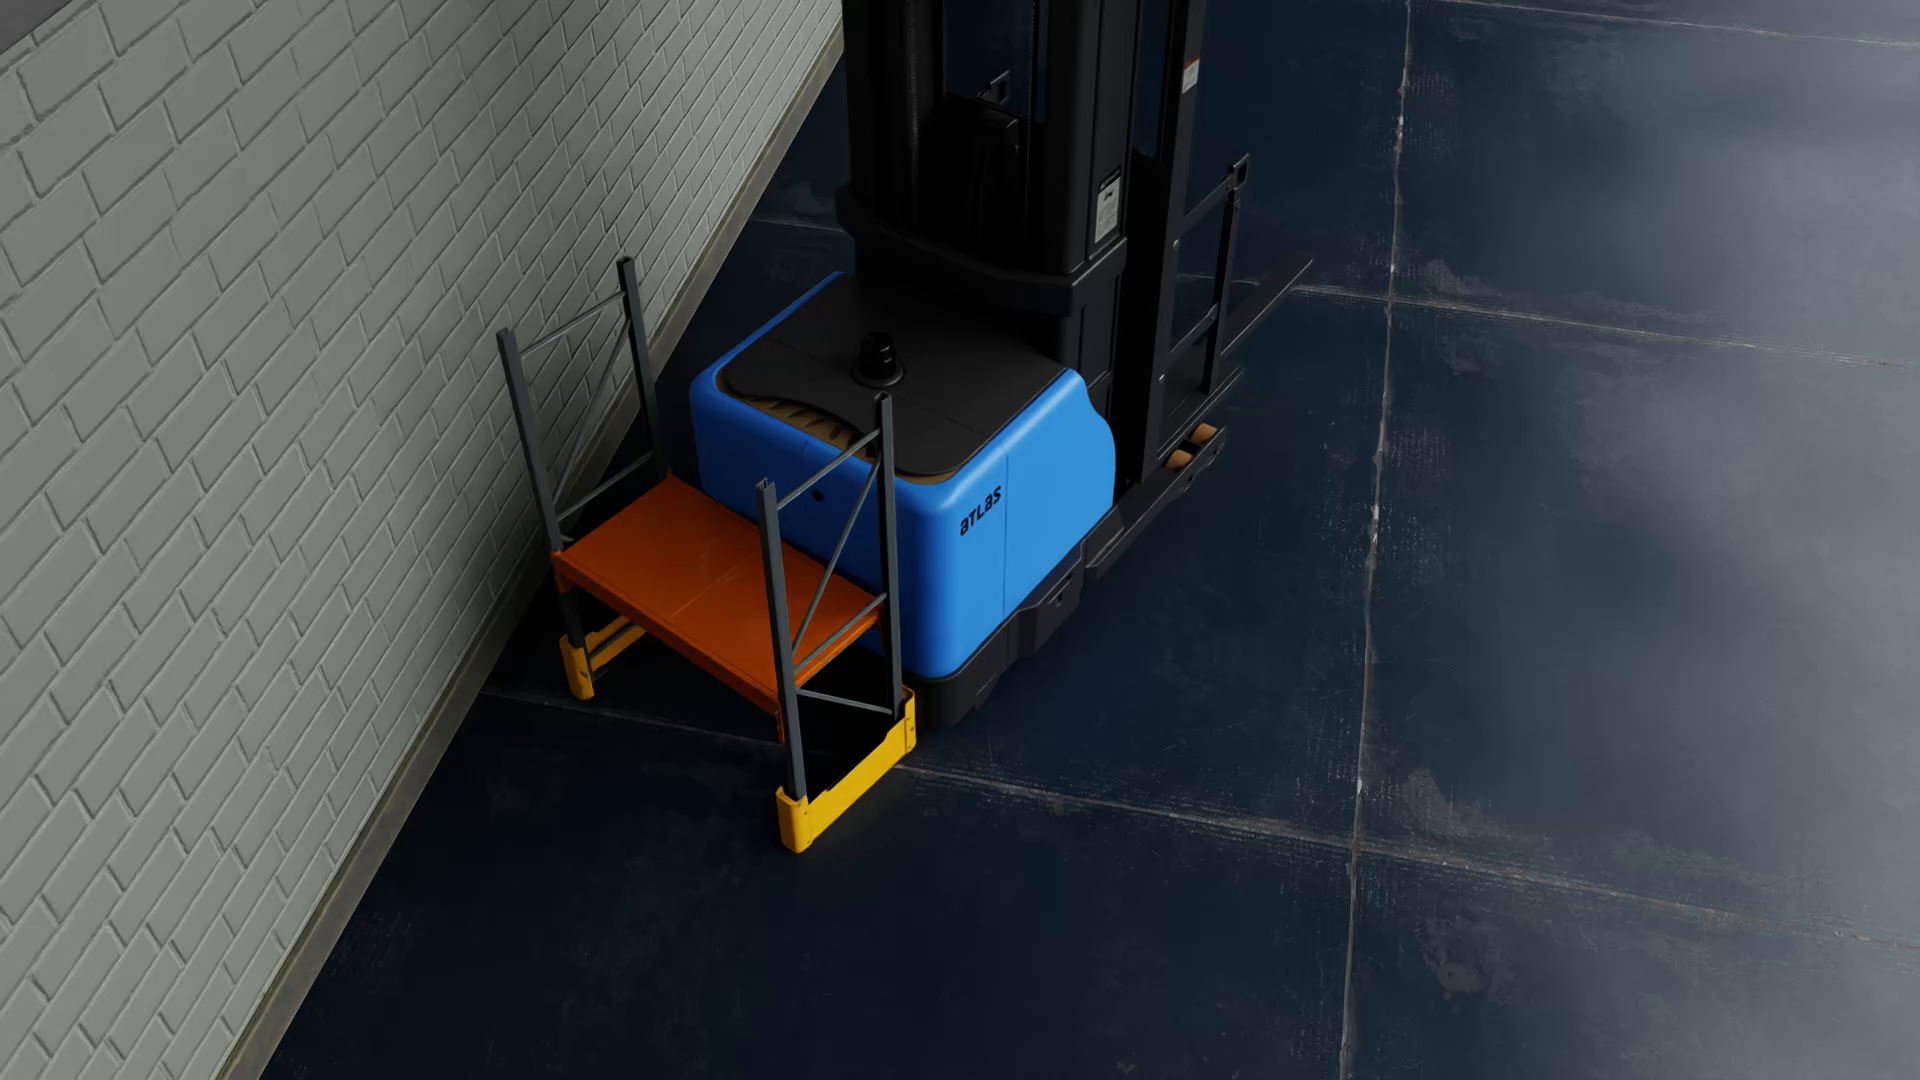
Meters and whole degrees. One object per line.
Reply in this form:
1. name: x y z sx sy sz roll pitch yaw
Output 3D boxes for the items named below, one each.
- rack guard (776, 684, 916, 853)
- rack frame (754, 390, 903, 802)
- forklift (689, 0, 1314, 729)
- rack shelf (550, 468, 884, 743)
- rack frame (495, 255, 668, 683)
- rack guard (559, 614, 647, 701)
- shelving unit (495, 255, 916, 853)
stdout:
1. rack guard: -0.355 0.725 5.317 0.087 0.250 0.587 29 51 27
2. rack frame: -0.354 0.275 4.883 0.032 1.500 0.500 29 51 27
3. forklift: 0.389 -1.415 5.606 1.130 2.935 3.031 26 50 25
4. rack shelf: -0.749 0.182 5.239 1.000 0.185 0.538 29 51 27
5. rack frame: -1.143 -0.170 5.345 0.032 1.500 0.500 29 51 27
6. rack guard: -1.128 0.289 5.770 0.087 0.250 0.587 29 51 27
7. shelving unit: -0.741 0.056 5.110 1.083 1.500 0.587 29 51 27
